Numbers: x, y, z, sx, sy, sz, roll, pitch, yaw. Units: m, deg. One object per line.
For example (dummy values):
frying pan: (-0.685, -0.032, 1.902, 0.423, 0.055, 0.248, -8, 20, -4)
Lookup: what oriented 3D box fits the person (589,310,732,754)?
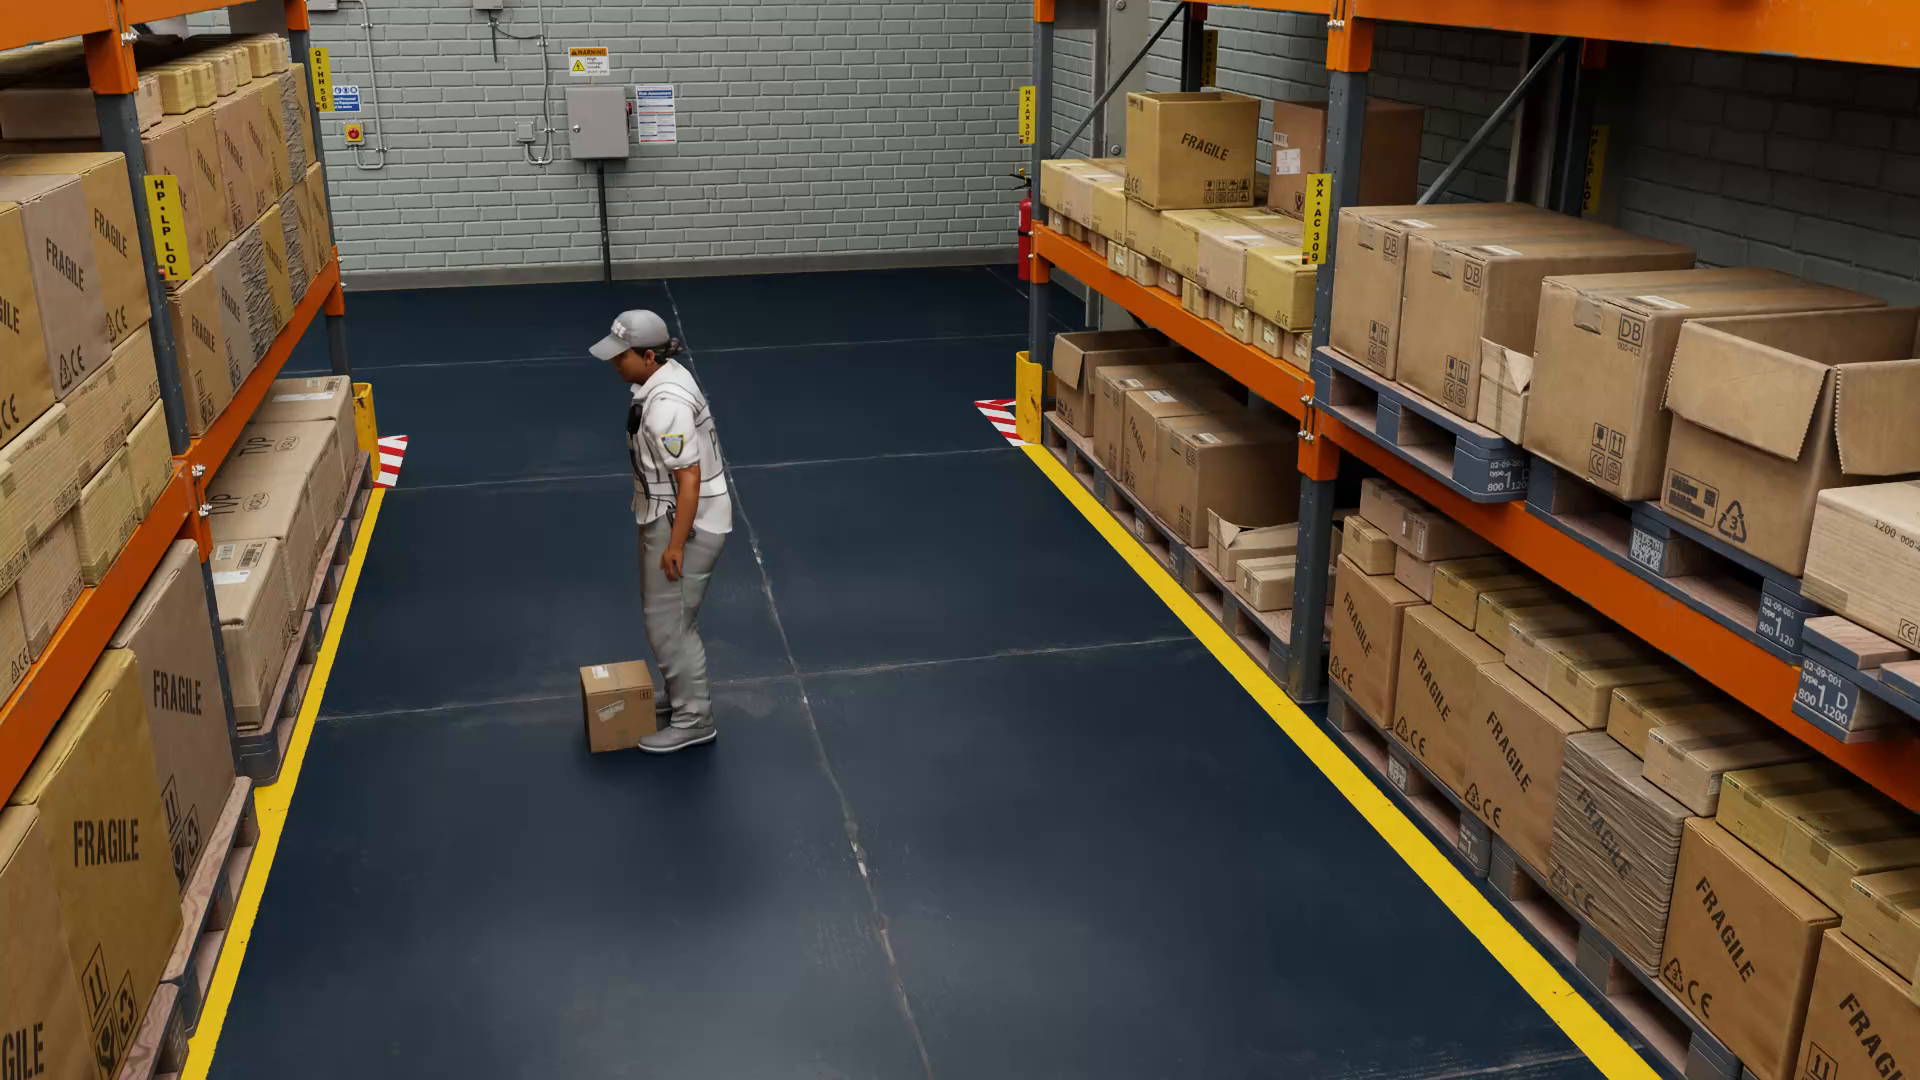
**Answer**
person: (-1.095, -0.048, 6.196, 0.467, 1.665, 0.555, -6, 21, -16)
